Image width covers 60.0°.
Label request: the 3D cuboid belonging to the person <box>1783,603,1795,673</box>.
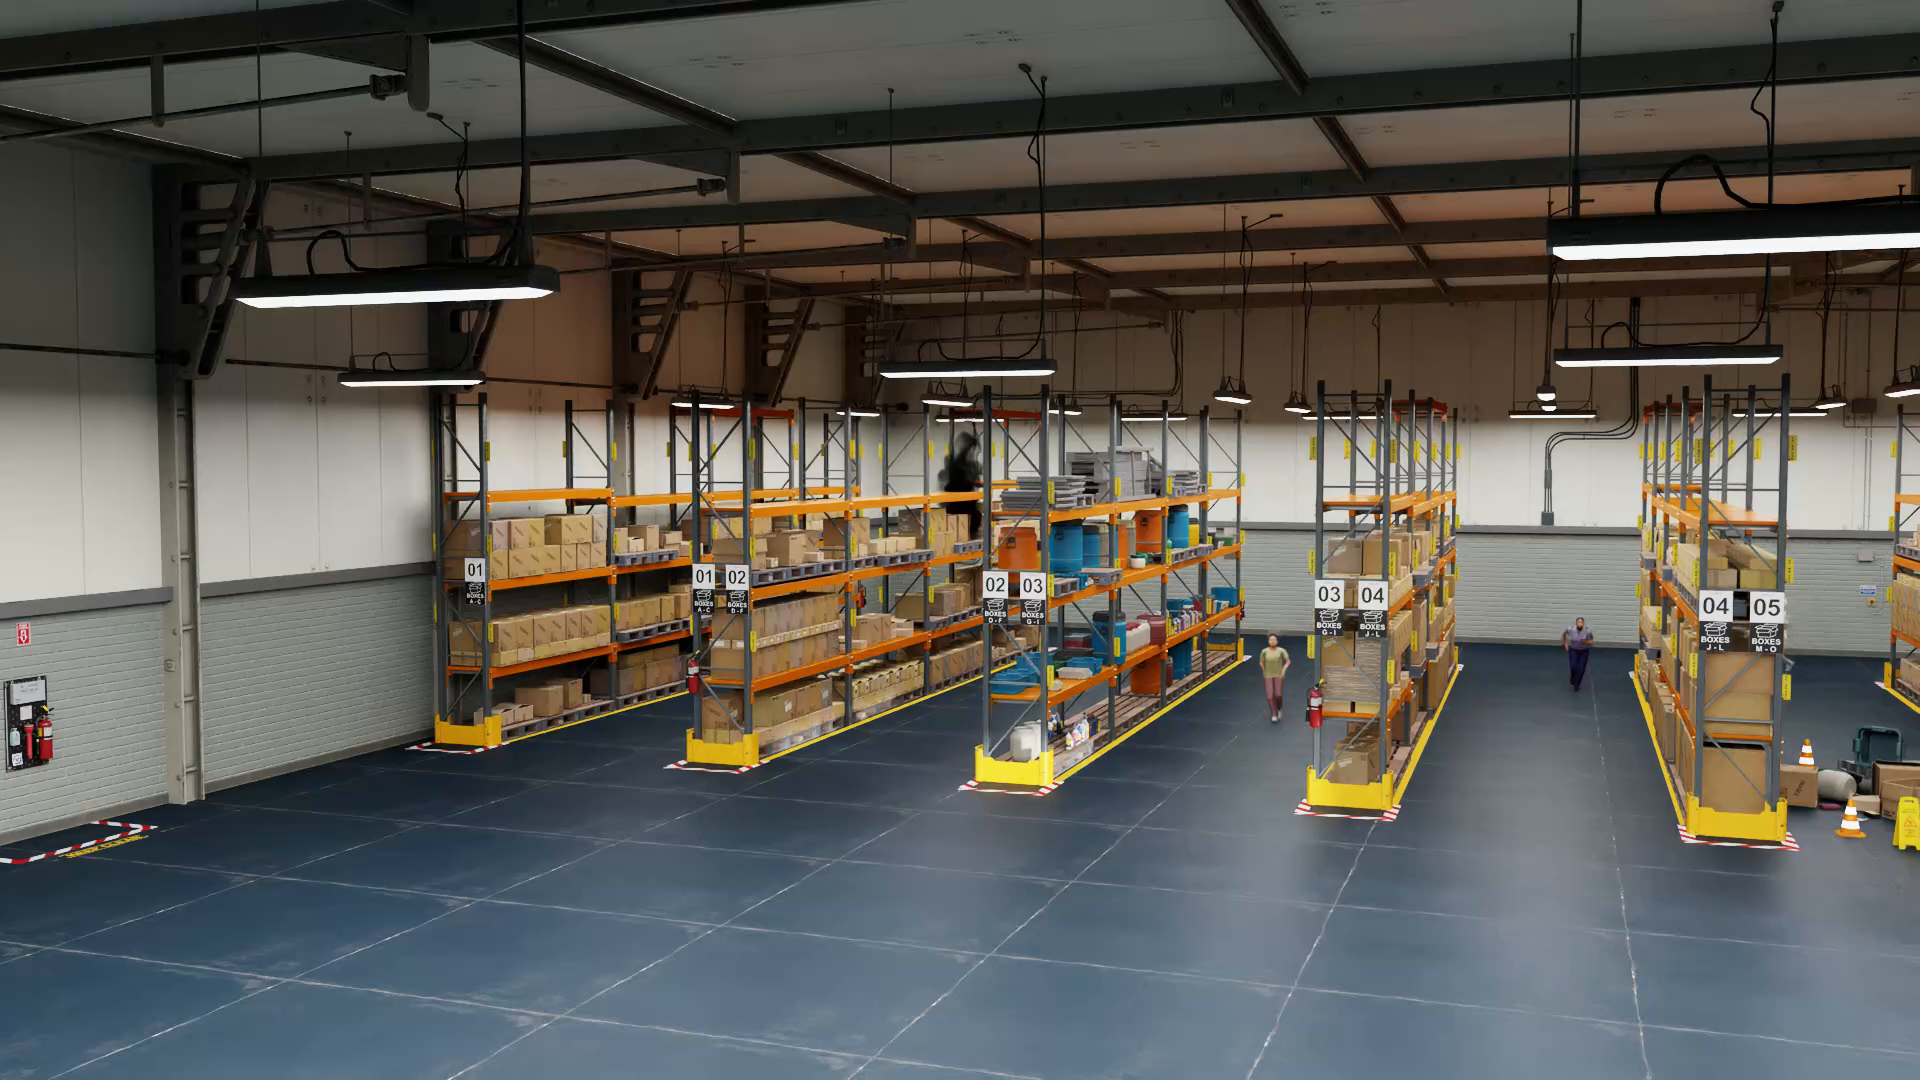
[{"bbox_3d":[18.164,2.169,36.937,0.667,1.735,0.685,1,3,15],"label":"person"}]

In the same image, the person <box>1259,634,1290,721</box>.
[{"bbox_3d":[5.789,2.551,30.702,0.556,1.614,0.520,1,3,18],"label":"person"}]

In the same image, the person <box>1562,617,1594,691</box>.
[{"bbox_3d":[12.859,2.381,34.593,0.591,1.568,0.723,1,3,13],"label":"person"}]
